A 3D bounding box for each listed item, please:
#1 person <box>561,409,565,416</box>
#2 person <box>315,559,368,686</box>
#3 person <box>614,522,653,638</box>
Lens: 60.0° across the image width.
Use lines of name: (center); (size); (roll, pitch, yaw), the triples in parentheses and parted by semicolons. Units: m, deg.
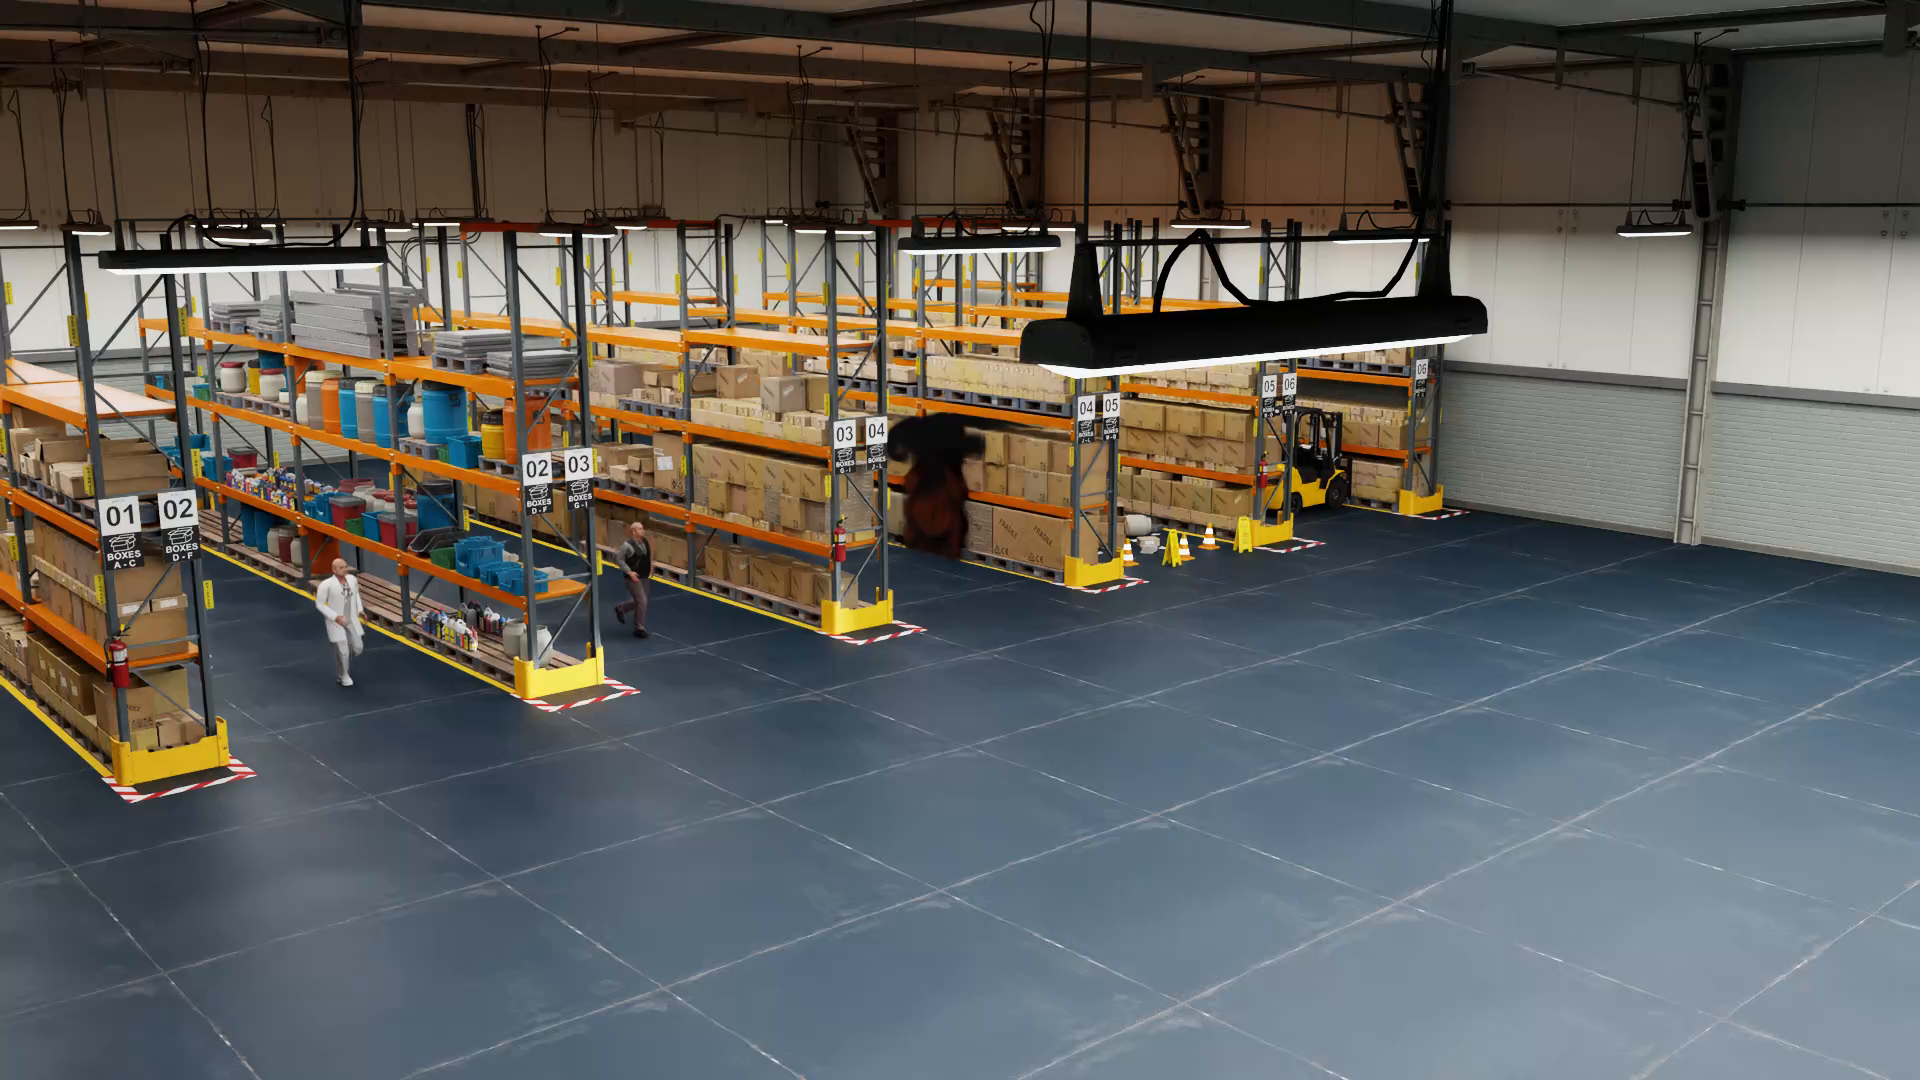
person: (-9.173, -2.203, 38.441); (0.709, 1.734, 0.577); (-7, 13, -31)
person: (-8.240, 1.088, 22.153); (0.679, 1.724, 0.686); (10, 15, 40)
person: (-4.889, 0.568, 24.805); (0.722, 1.723, 0.675); (7, 13, 31)
